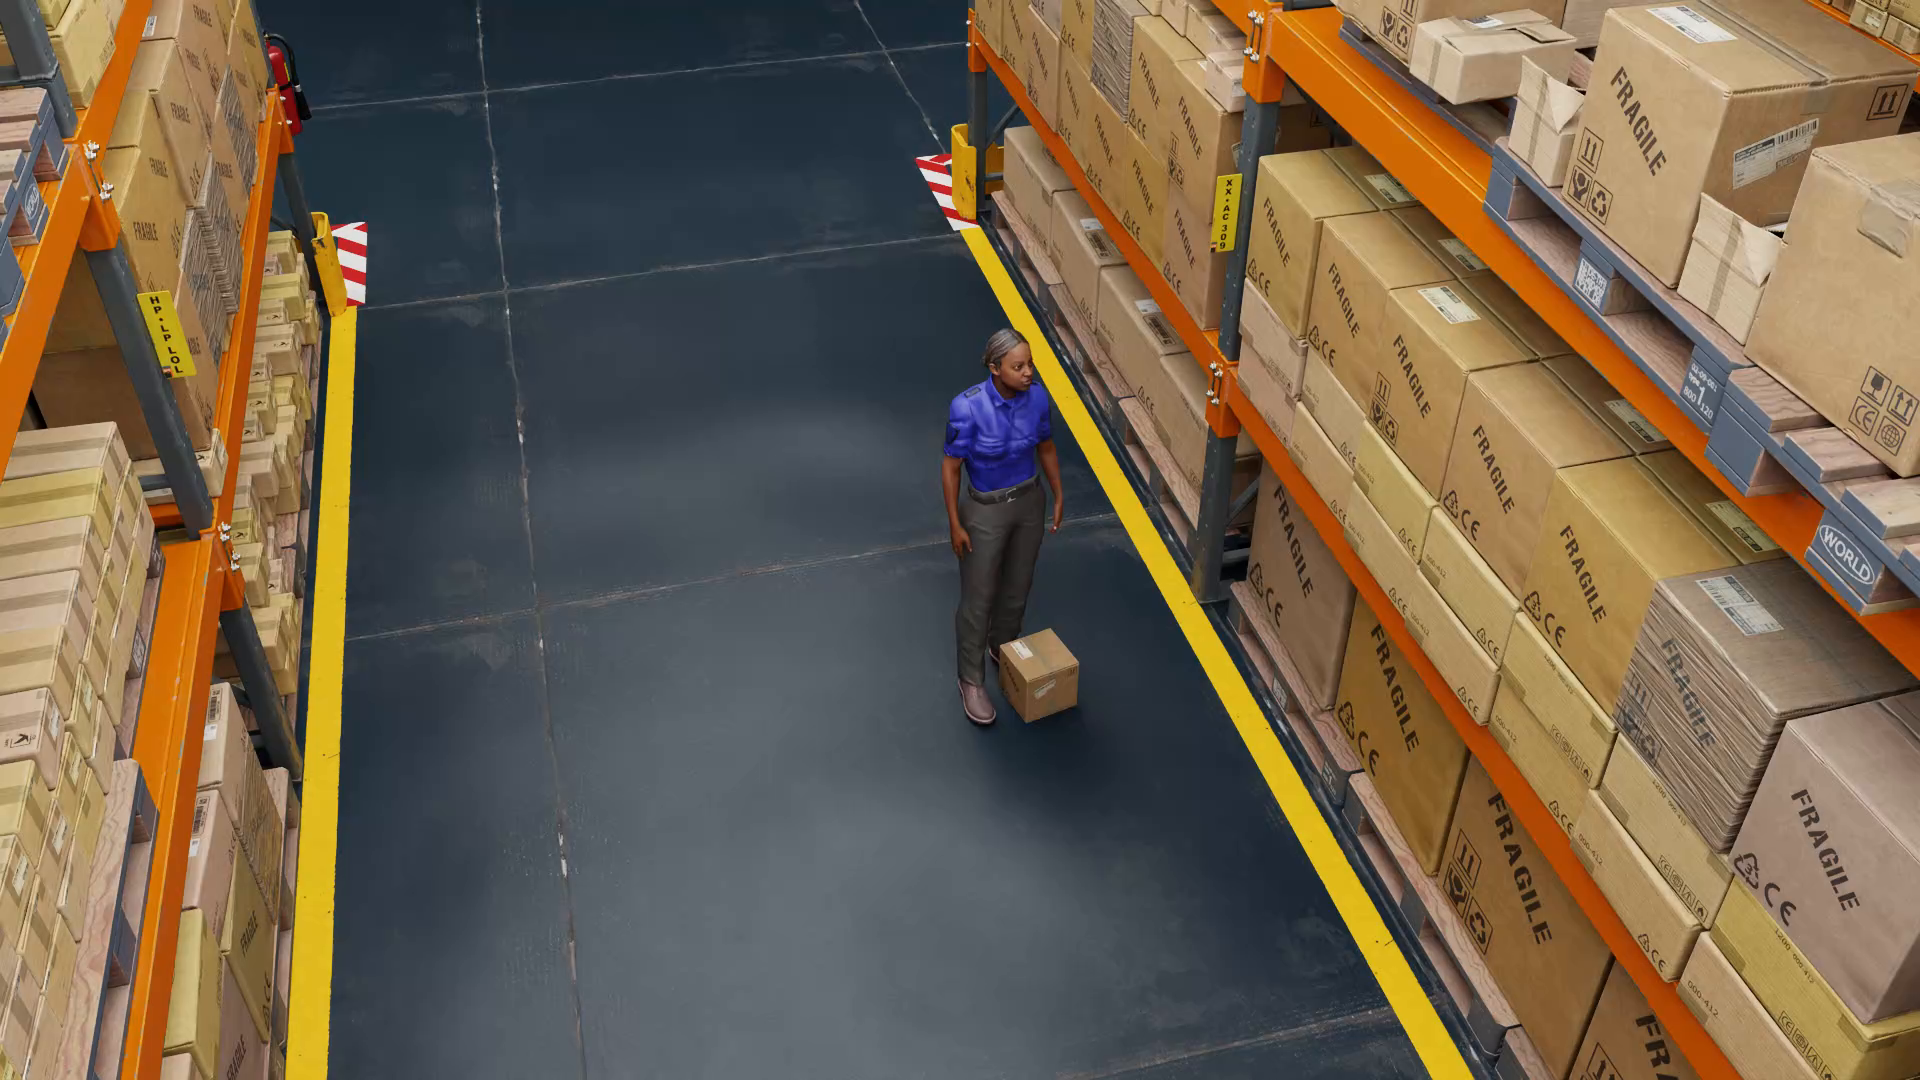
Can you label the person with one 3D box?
[{"bbox_3d":[0.203,-0.066,6.788,0.570,1.654,0.504,-19,42,-22],"label":"person"}]
